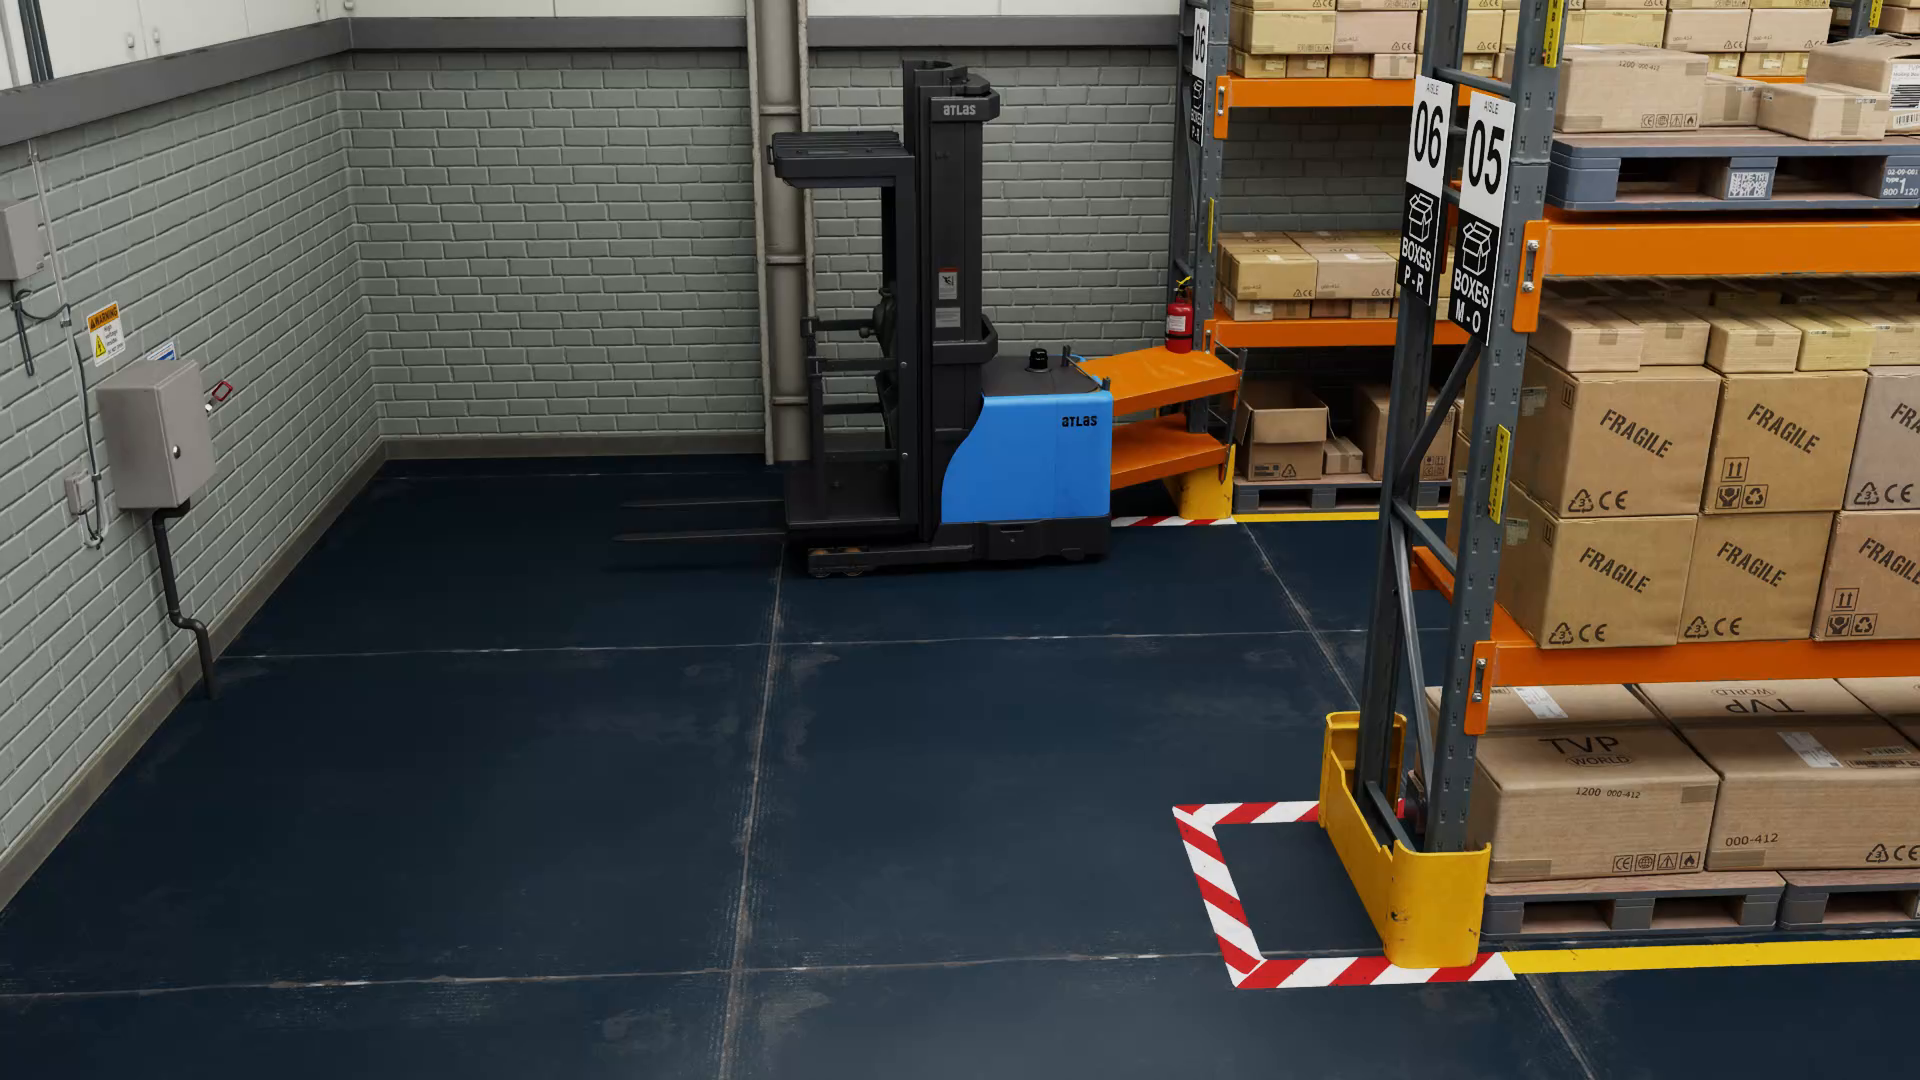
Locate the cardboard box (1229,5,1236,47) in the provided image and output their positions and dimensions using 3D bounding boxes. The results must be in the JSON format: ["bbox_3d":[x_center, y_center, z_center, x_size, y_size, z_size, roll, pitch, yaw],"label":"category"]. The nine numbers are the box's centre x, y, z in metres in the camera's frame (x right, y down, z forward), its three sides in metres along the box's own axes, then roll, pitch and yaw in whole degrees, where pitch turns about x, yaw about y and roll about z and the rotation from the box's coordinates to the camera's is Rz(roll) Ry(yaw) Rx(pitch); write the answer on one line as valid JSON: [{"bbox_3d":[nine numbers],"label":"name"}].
[{"bbox_3d":[1.951,-3.319,10.699,0.500,0.250,0.500,-2,21,-4],"label":"cardboard box"}]

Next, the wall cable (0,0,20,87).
[{"bbox_3d":[-3.894,-2.834,5.419,0.029,3.000,2.355,-1,21,-3],"label":"wall cable"}]

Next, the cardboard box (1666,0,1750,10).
[{"bbox_3d":[4.519,-3.419,10.259,0.500,0.250,0.500,-1,21,-4],"label":"cardboard box"}]

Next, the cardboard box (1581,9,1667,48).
[{"bbox_3d":[4.018,-3.175,10.321,0.500,0.250,0.500,-1,21,-2],"label":"cardboard box"}]

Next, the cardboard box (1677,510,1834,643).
[{"bbox_3d":[2.808,0.046,6.143,0.500,0.500,0.500,-1,21,-4],"label":"cardboard box"}]

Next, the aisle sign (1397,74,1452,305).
[{"bbox_3d":[1.720,-1.303,6.173,0.004,0.787,0.394,-1,21,-3],"label":"aisle sign"}]

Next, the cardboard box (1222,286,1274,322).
[{"bbox_3d":[1.866,-1.534,10.788,0.250,0.149,0.380,-1,21,-3],"label":"cardboard box"}]

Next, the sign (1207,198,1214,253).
[{"bbox_3d":[1.553,-1.954,10.321,0.005,0.325,0.100,-1,21,-3],"label":"sign"}]

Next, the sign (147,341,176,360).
[{"bbox_3d":[-4.028,-0.732,8.462,0.001,0.494,0.329,-1,21,-3],"label":"sign"}]

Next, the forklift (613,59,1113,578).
[{"bbox_3d":[-0.624,-1.343,10.029,3.031,2.935,1.130,-2,21,-7],"label":"forklift"}]

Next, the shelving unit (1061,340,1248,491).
[{"bbox_3d":[1.182,-0.726,10.627,1.048,1.125,0.538,-14,38,-25],"label":"shelving unit"}]

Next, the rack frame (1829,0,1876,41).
[{"bbox_3d":[5.516,-4.627,10.128,0.127,3.000,1.000,-1,21,-3],"label":"rack frame"}]

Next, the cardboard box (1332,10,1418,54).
[{"bbox_3d":[2.487,-3.143,10.237,0.500,0.250,0.500,-1,21,-2],"label":"cardboard box"}]

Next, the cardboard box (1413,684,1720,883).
[{"bbox_3d":[2.462,0.973,6.860,0.875,0.438,0.875,-2,21,-5],"label":"cardboard box"}]

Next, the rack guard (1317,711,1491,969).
[{"bbox_3d":[1.785,1.190,6.794,0.348,0.500,1.175,-1,21,-3],"label":"rack guard"}]

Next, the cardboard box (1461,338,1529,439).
[{"bbox_3d":[2.277,-0.588,6.403,0.500,0.500,0.500,0,21,-1],"label":"cardboard box"}]

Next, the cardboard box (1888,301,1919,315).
[{"bbox_3d":[3.475,-0.726,5.855,0.250,0.149,0.380,-1,21,-3],"label":"cardboard box"}]

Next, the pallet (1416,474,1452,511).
[{"bbox_3d":[3.609,-0.481,11.588,1.213,0.211,1.003,-1,21,-3],"label":"pallet"}]

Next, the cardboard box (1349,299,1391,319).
[{"bbox_3d":[2.633,-1.557,10.847,0.250,0.149,0.380,-1,21,-1],"label":"cardboard box"}]

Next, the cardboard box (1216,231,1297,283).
[{"bbox_3d":[1.966,-1.915,11.228,0.500,0.250,0.500,-1,21,-1],"label":"cardboard box"}]

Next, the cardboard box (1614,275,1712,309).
[{"bbox_3d":[2.661,-0.924,6.374,0.250,0.149,0.380,-1,21,-4],"label":"cardboard box"}]

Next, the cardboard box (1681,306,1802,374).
[{"bbox_3d":[2.703,-0.700,5.787,0.250,0.149,0.380,-1,21,-1],"label":"cardboard box"}]

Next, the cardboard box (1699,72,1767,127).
[{"bbox_3d":[2.667,-1.585,5.974,0.250,0.149,0.380,-3,21,-7],"label":"cardboard box"}]

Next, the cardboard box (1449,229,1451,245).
[{"bbox_3d":[3.498,-1.944,11.304,0.500,0.250,0.500,-1,21,-3],"label":"cardboard box"}]

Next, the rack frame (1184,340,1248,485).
[{"bbox_3d":[1.629,-0.837,10.844,0.032,1.125,0.500,-14,38,-25],"label":"rack frame"}]

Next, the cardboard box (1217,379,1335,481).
[{"bbox_3d":[2.138,-0.751,11.295,0.637,0.503,0.797,-2,21,-5],"label":"cardboard box"}]

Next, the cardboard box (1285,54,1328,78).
[{"bbox_3d":[2.114,-2.965,10.331,0.250,0.149,0.380,-1,21,-2],"label":"cardboard box"}]

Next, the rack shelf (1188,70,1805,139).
[{"bbox_3d":[3.519,-2.849,10.683,4.000,0.370,1.077,-1,21,-3],"label":"rack shelf"}]

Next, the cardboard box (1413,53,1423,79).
[{"bbox_3d":[2.887,-2.941,10.267,0.250,0.149,0.380,-1,21,-3],"label":"cardboard box"}]

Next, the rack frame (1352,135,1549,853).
[{"bbox_3d":[1.809,0.021,6.351,0.127,3.000,1.000,-1,21,-3],"label":"rack frame"}]

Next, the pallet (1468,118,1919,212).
[{"bbox_3d":[2.549,-1.358,5.882,1.213,0.211,1.003,-1,21,-3],"label":"pallet"}]

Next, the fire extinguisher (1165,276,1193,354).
[{"bbox_3d":[1.402,-1.365,10.623,0.183,0.674,0.296,-1,21,-3],"label":"fire extinguisher"}]

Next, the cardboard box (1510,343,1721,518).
[{"bbox_3d":[2.305,-0.402,5.915,0.500,0.500,0.500,-2,21,-4],"label":"cardboard box"}]

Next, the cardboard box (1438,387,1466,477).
[{"bbox_3d":[3.527,-0.728,11.240,0.500,0.500,0.500,-1,21,-2],"label":"cardboard box"}]

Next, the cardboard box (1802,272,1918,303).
[{"bbox_3d":[3.427,-0.920,6.365,0.250,0.149,0.380,-1,21,-2],"label":"cardboard box"}]

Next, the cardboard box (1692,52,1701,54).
[{"bbox_3d":[4.415,-2.986,10.386,0.250,0.149,0.380,-1,21,-3],"label":"cardboard box"}]

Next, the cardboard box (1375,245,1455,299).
[{"bbox_3d":[3.000,-1.747,10.785,0.500,0.250,0.500,-2,21,-4],"label":"cardboard box"}]

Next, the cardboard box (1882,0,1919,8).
[{"bbox_3d":[5.839,-3.340,10.167,0.250,0.149,0.380,-1,21,-1],"label":"cardboard box"}]

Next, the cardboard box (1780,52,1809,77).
[{"bbox_3d":[5.174,-2.996,10.411,0.250,0.149,0.380,-1,21,-3],"label":"cardboard box"}]

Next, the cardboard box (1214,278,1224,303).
[{"bbox_3d":[1.838,-1.727,11.294,0.250,0.149,0.380,-1,21,-4],"label":"cardboard box"}]

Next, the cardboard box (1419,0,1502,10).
[{"bbox_3d":[2.989,-3.385,10.171,0.500,0.250,0.500,-1,21,-4],"label":"cardboard box"}]
